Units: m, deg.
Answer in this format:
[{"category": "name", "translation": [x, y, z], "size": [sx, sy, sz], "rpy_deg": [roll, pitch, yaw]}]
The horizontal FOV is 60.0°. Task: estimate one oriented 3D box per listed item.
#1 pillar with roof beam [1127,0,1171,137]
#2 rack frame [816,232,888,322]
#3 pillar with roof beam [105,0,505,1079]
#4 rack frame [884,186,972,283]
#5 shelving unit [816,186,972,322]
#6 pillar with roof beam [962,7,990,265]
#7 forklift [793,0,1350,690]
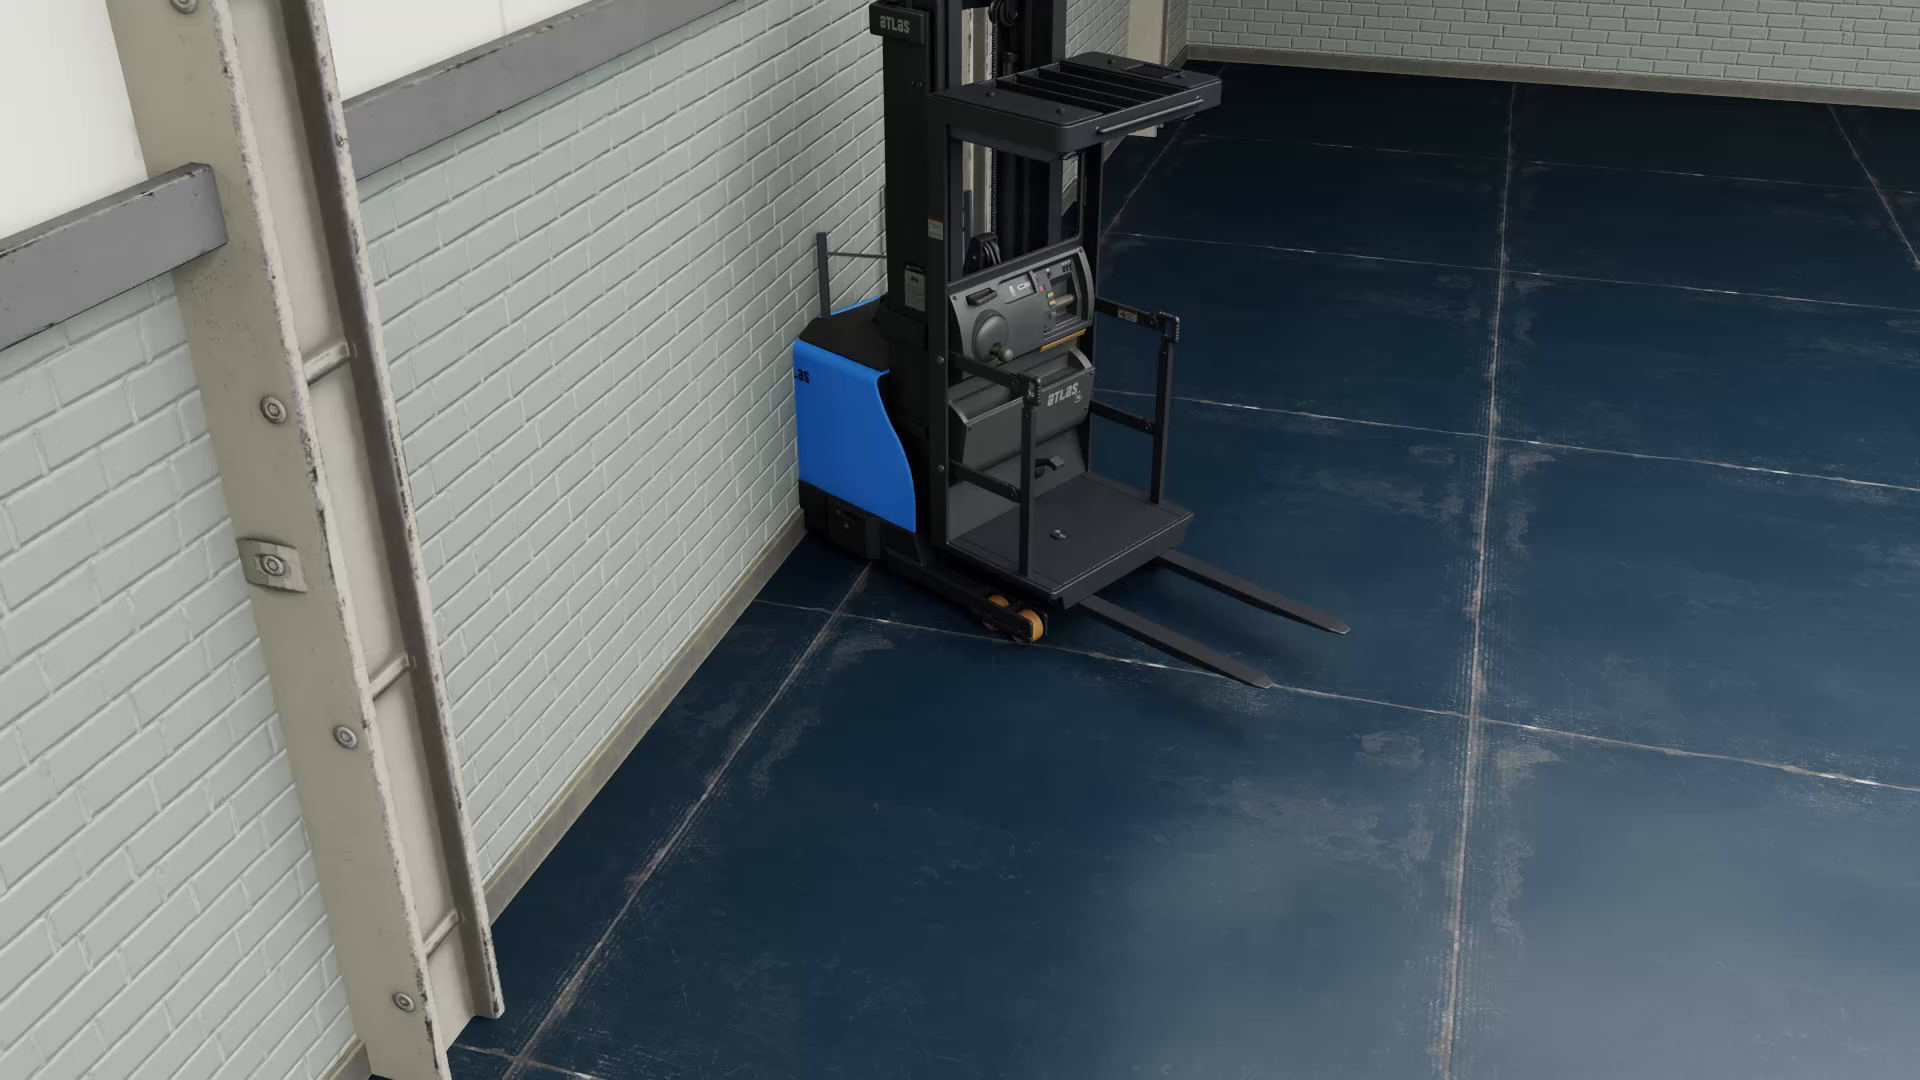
[{"category": "pillar with roof beam", "translation": [5.846, -7.190, 12.418], "size": [9.100, 9.000, 0.400], "rpy_deg": [8, 30, 15]}, {"category": "rack frame", "translation": [-0.462, -0.839, 8.603], "size": [0.500, 1.500, 0.032], "rpy_deg": [6, 26, 16]}, {"category": "pillar with roof beam", "translation": [2.324, -1.613, 2.393], "size": [9.100, 9.000, 0.400], "rpy_deg": [8, 30, 15]}, {"category": "rack frame", "translation": [-0.165, -1.259, 9.480], "size": [0.500, 1.500, 0.032], "rpy_deg": [6, 26, 16]}, {"category": "shelving unit", "translation": [-0.316, -1.045, 9.034], "size": [0.587, 1.500, 1.083], "rpy_deg": [6, 26, 16]}, {"category": "pillar with roof beam", "translation": [4.085, -4.401, 7.405], "size": [9.100, 9.000, 0.400], "rpy_deg": [8, 30, 15]}, {"category": "forklift", "translation": [0.453, -1.071, 7.661], "size": [3.031, 2.935, 1.130], "rpy_deg": [25, 38, 37]}]
